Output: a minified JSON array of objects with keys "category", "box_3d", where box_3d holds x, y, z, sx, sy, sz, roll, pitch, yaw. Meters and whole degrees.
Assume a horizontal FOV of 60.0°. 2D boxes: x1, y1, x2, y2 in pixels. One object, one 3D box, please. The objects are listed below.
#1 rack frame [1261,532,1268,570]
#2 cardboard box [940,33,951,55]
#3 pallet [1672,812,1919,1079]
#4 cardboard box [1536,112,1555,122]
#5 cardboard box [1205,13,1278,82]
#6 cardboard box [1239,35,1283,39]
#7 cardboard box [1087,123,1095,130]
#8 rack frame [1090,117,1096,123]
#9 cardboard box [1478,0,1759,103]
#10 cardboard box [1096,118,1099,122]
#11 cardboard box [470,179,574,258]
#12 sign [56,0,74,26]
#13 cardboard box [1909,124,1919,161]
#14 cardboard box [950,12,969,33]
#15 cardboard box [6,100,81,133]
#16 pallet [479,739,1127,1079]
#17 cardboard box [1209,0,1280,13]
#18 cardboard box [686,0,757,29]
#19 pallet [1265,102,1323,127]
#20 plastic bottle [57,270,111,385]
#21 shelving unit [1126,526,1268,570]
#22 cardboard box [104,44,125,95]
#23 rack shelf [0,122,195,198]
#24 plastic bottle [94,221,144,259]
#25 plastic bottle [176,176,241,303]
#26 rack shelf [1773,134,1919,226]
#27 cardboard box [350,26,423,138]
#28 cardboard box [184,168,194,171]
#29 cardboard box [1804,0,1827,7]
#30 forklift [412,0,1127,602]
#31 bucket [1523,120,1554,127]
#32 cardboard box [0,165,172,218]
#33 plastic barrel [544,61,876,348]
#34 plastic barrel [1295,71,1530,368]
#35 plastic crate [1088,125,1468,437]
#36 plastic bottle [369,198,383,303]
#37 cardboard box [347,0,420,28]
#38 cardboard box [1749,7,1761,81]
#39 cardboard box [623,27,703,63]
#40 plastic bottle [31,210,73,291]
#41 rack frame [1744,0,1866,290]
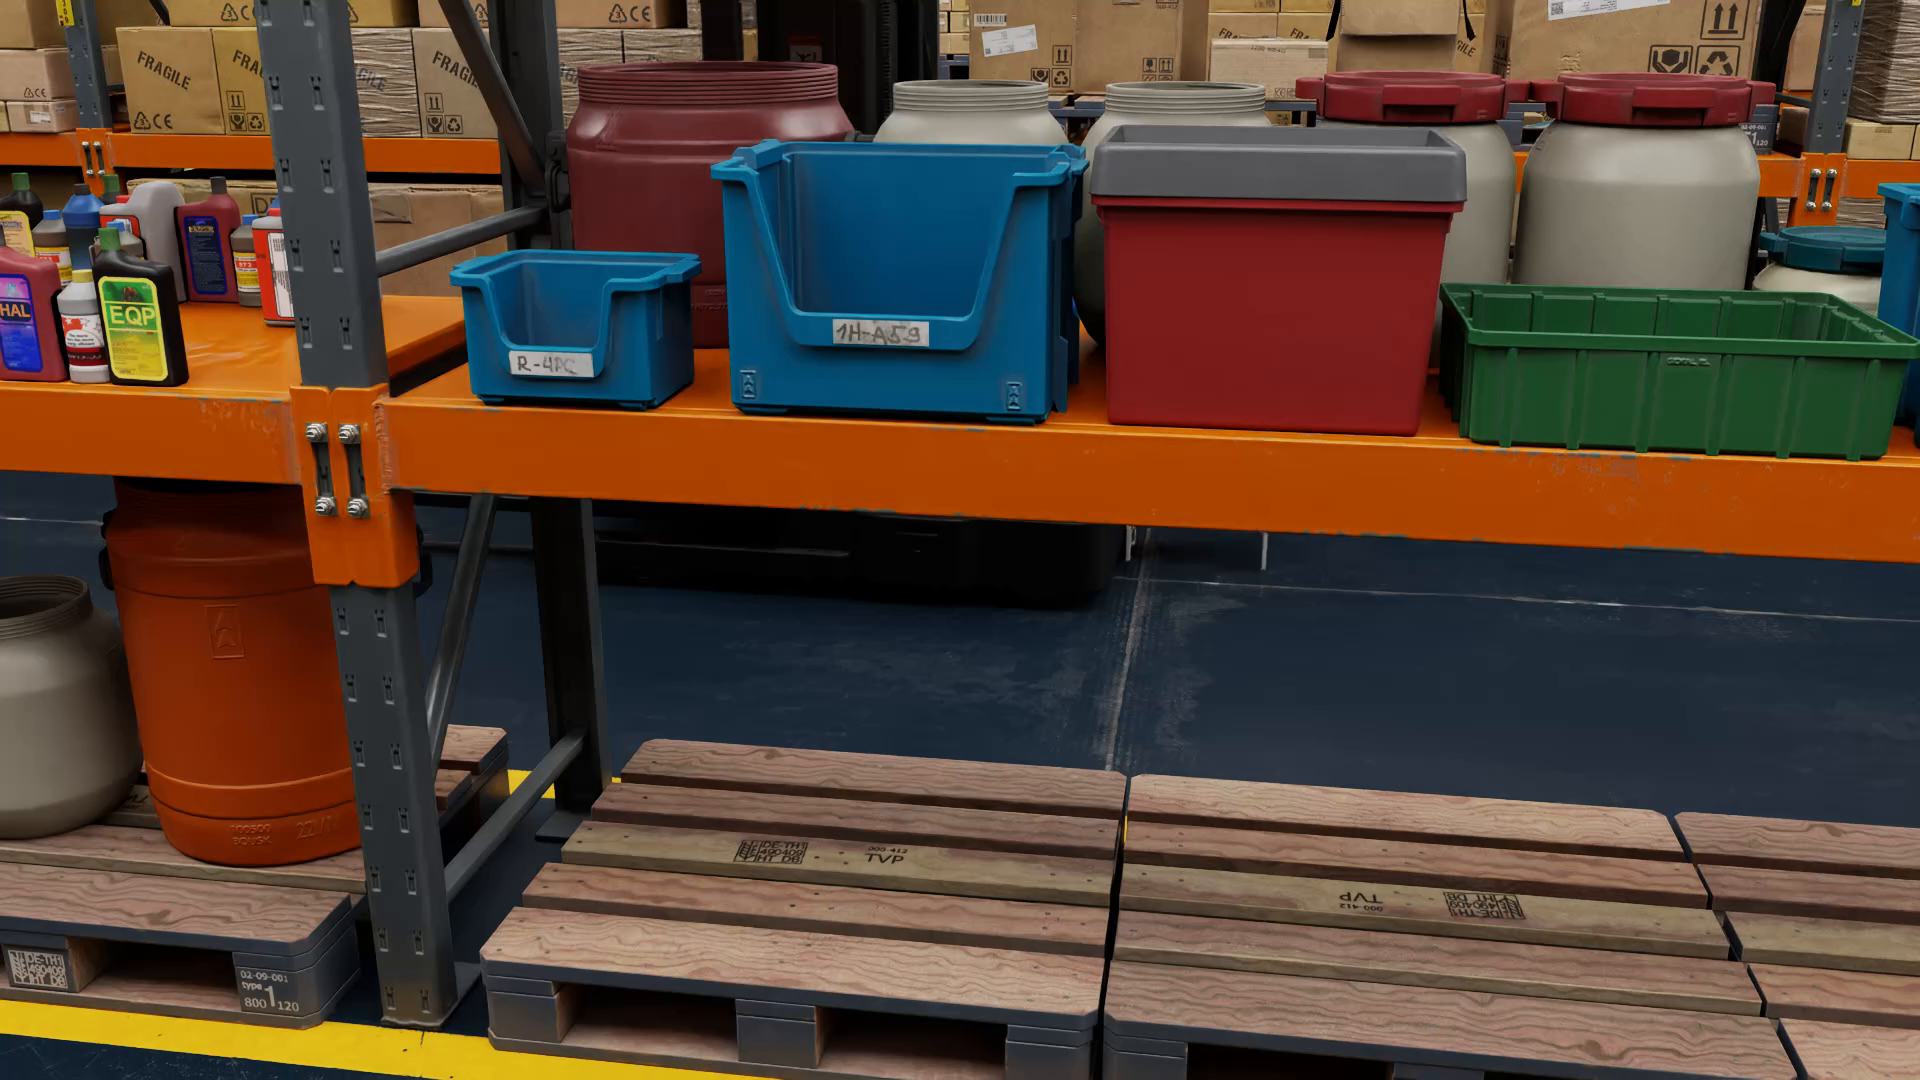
[{"category":"rack frame","box_3d":[1.113,-0.498,5.901,0.015,1.200,0.240,3,19,10]},{"category":"cardboard box","box_3d":[-0.161,-3.667,12.269,0.250,0.149,0.380,3,19,9]},{"category":"pallet","box_3d":[2.140,0.904,3.269,1.213,0.211,1.003,3,19,9]},{"category":"cardboard box","box_3d":[5.819,-4.184,16.571,0.500,0.500,0.500,4,19,11]},{"category":"cardboard box","box_3d":[2.045,-3.583,12.127,0.500,0.500,0.500,3,19,9]},{"category":"cardboard box","box_3d":[1.447,-2.280,7.941,0.258,0.266,0.396,2,19,7]},{"category":"cardboard box","box_3d":[1.231,-2.767,12.728,0.750,0.750,1.050,3,19,8]},{"category":"rack frame","box_3d":[1.330,-5.249,17.263,0.127,3.000,1.000,3,19,9]},{"category":"cardboard box","box_3d":[2.945,-2.510,7.471,1.000,1.000,1.000,3,19,9]},{"category":"cardboard box","box_3d":[1.662,-5.772,22.104,0.500,0.500,0.500,3,19,10]},{"category":"cardboard box","box_3d":[-1.799,-1.424,8.519,0.875,0.875,1.225,3,19,9]},{"category":"sign","box_3d":[-4.278,-2.620,7.916,0.005,0.325,0.100,3,19,9]},{"category":"cardboard box","box_3d":[4.116,-1.702,7.059,0.250,0.149,0.380,3,19,9]},{"category":"cardboard box","box_3d":[0.084,-3.796,12.187,0.250,0.149,0.380,3,19,10]},{"category":"cardboard box","box_3d":[-4.545,-2.139,8.365,0.250,0.149,0.380,3,19,9]},{"category":"pallet","box_3d":[-0.269,0.781,3.636,1.213,0.211,1.003,3,19,9]},{"category":"cardboard box","box_3d":[2.092,-4.139,12.212,0.500,0.500,0.700,3,19,8]},{"category":"cardboard box","box_3d":[-0.962,-2.709,7.934,0.637,0.503,0.797,4,19,11]},{"category":"pallet","box_3d":[1.719,-1.967,7.755,1.213,0.211,1.003,3,19,9]},{"category":"plastic bottle","box_3d":[-1.606,-0.397,3.074,0.097,0.201,0.097,0,18,0]},{"category":"shelving unit","box_3d":[0.874,-0.512,5.944,0.503,1.200,0.258,3,19,10]},{"category":"cardboard box","box_3d":[-4.614,-2.521,8.879,0.500,0.250,0.500,3,19,8]},{"category":"rack shelf","box_3d":[-6.166,-2.105,9.001,4.000,0.370,1.077,3,19,9]},{"category":"plastic bottle","box_3d":[-1.862,-0.605,3.696,0.097,0.201,0.097,0,18,0]},{"category":"plastic bottle","box_3d":[-1.721,-0.691,3.825,0.133,0.283,0.061,3,19,9]},{"category":"rack shelf","box_3d":[5.682,-1.501,7.196,4.000,0.370,1.077,3,19,9]},{"category":"cardboard box","box_3d":[-2.787,-2.241,8.116,0.500,0.500,0.500,2,19,7]},{"category":"cardboard box","box_3d":[-6.271,-3.063,13.624,0.250,0.149,0.380,3,19,9]},{"category":"cardboard box","box_3d":[6.025,-3.984,11.545,0.550,0.550,0.875,3,19,9]},{"category":"forklift","box_3d":[-0.902,-1.394,5.849,3.031,2.935,1.130,3,19,10]},{"category":"bucket","box_3d":[5.094,-3.376,14.428,0.620,0.611,0.726,-1,16,31]},{"category":"cardboard box","box_3d":[-4.831,-1.595,9.031,0.875,0.875,0.875,3,19,9]},{"category":"plastic barrel","box_3d":[-0.522,-0.729,3.539,0.708,0.536,0.600,3,19,9]},{"category":"plastic barrel","box_3d":[0.860,-0.631,3.248,0.433,0.535,0.433,0,18,0]},{"category":"plastic crate","box_3d":[0.519,-0.446,2.807,0.583,0.464,0.402,3,19,9]},{"category":"plastic bottle","box_3d":[-1.404,-0.657,3.734,0.135,0.276,0.152,3,19,9]},{"category":"cardboard box","box_3d":[-2.884,-2.801,8.209,0.637,0.503,0.797,3,19,9]},{"category":"cardboard box","box_3d":[5.506,-3.527,11.882,0.550,0.550,0.875,3,19,9]},{"category":"cardboard box","box_3d":[-1.260,-2.166,7.891,0.500,0.500,0.500,3,19,8]},{"category":"plastic bottle","box_3d":[-2.103,-0.666,3.879,0.097,0.201,0.097,0,18,0]},{"category":"rack frame","box_3d":[3.707,-1.943,7.383,0.127,3.000,1.000,3,19,9]}]
